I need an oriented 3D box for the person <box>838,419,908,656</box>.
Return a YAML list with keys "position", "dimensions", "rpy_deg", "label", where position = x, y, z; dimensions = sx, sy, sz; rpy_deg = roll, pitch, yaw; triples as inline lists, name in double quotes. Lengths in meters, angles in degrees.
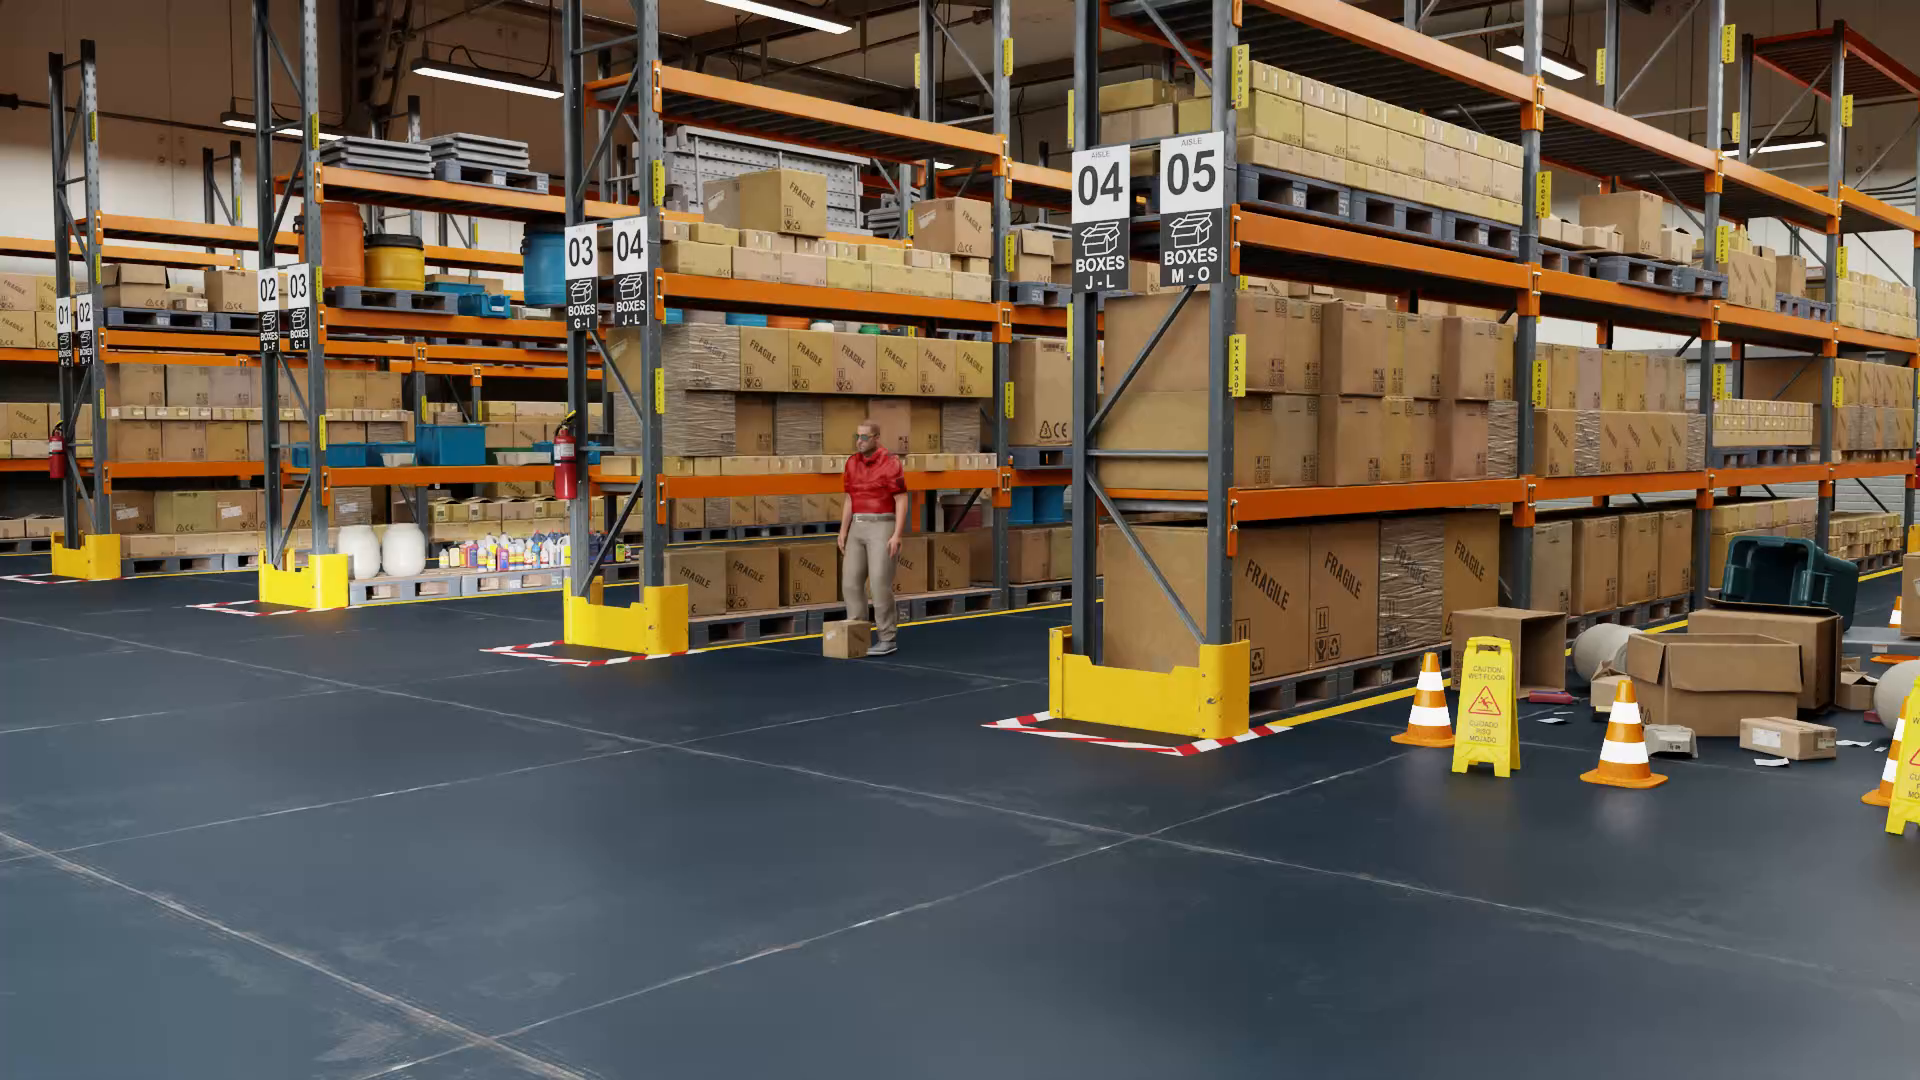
- position: [-0.658, -0.027, 12.278]
  dimensions: [0.599, 1.726, 0.393]
  rpy_deg: [3, 4, 38]
  label: "person"
